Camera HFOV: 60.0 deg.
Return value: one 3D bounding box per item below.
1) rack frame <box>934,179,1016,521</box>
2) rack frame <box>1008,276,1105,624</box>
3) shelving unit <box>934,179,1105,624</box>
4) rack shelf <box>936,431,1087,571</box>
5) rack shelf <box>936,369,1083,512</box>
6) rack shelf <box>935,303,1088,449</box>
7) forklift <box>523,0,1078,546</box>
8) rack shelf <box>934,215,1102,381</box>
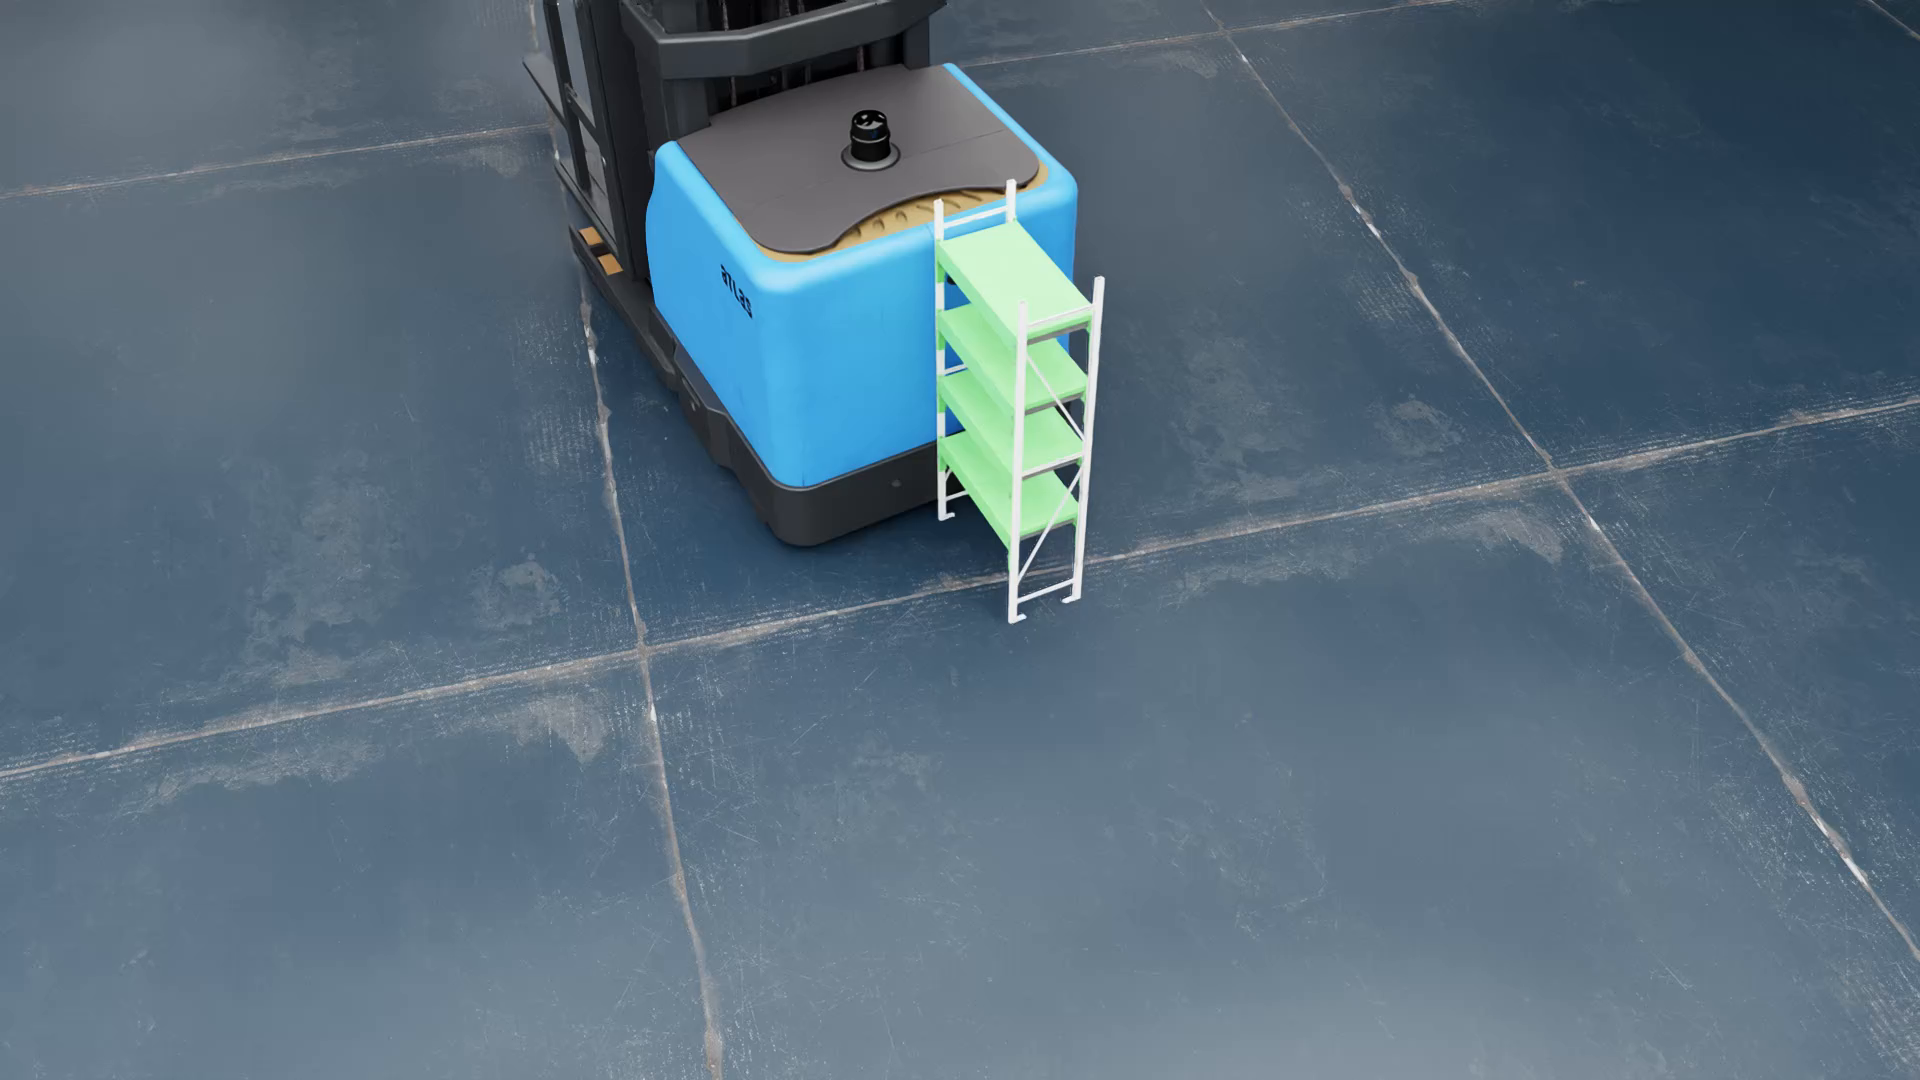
[{"bbox_3d":[0.041,-0.522,4.921,0.240,1.200,0.015,-19,49,-18],"label":"rack frame"},{"bbox_3d":[0.256,-0.209,4.614,0.240,1.200,0.015,-19,49,-18],"label":"rack frame"},{"bbox_3d":[0.149,-0.365,4.768,0.258,1.200,0.503,-19,49,-18],"label":"shelving unit"},{"bbox_3d":[0.149,-0.153,4.985,0.258,0.148,0.480,-19,49,-18],"label":"rack shelf"},{"bbox_3d":[0.149,-0.321,4.813,0.258,0.148,0.480,-19,49,-18],"label":"rack shelf"},{"bbox_3d":[0.149,-0.489,4.642,0.258,0.148,0.480,-19,49,-18],"label":"rack shelf"},{"bbox_3d":[-0.794,-2.056,5.213,1.130,2.935,3.031,-21,49,-20],"label":"forklift"},{"bbox_3d":[0.149,-0.657,4.471,0.258,0.148,0.480,-19,49,-18],"label":"rack shelf"}]
